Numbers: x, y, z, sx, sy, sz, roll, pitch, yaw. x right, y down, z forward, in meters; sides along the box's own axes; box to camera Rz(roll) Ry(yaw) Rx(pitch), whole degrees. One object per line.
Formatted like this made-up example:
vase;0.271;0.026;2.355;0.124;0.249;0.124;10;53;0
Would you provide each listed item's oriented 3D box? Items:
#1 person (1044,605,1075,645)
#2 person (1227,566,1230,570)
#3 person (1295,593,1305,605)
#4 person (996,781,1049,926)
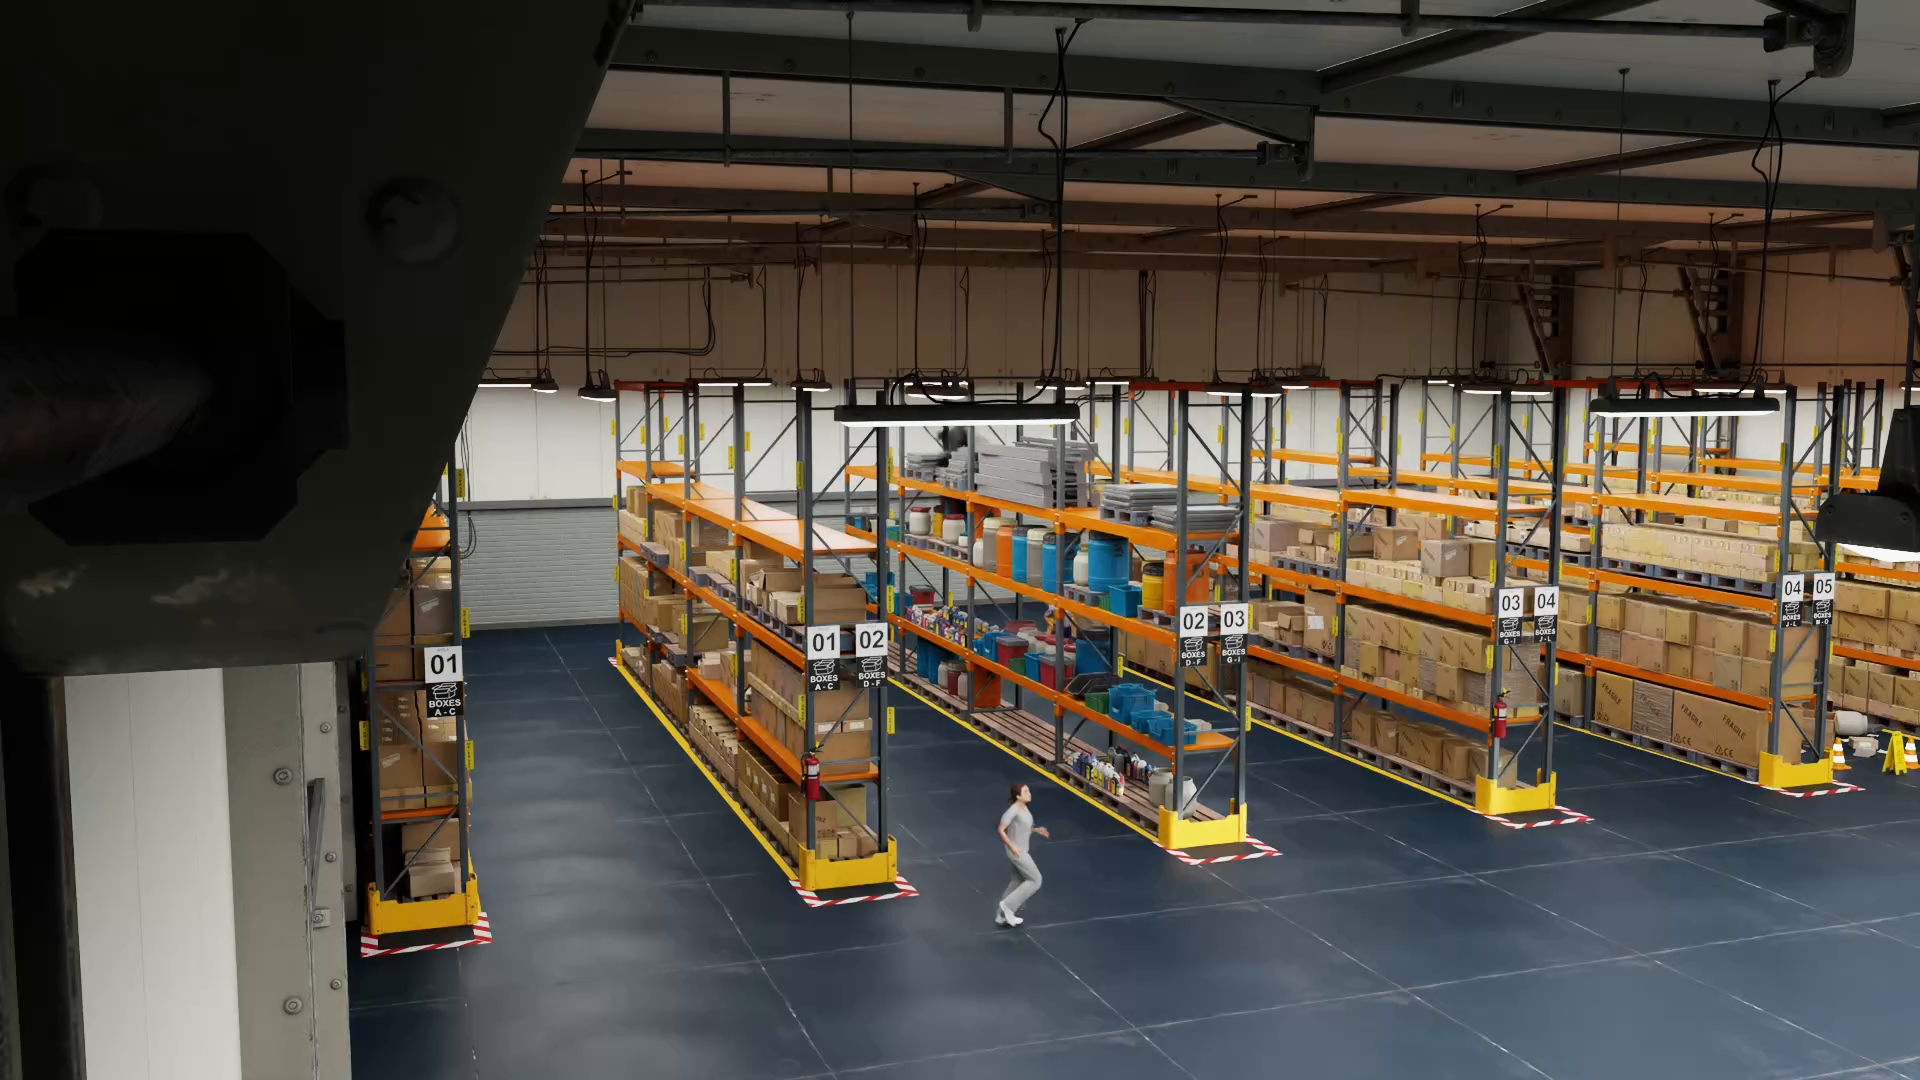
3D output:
person;1.980;1.838;32.341;0.620;1.635;0.786;-3;7;-29
person;6.079;1.416;38.308;0.687;1.751;0.637;-2;6;-15
person;8.397;1.147;40.864;0.822;1.818;0.676;6;8;43
person;0.705;3.530;18.763;0.593;1.636;0.548;1;6;10
